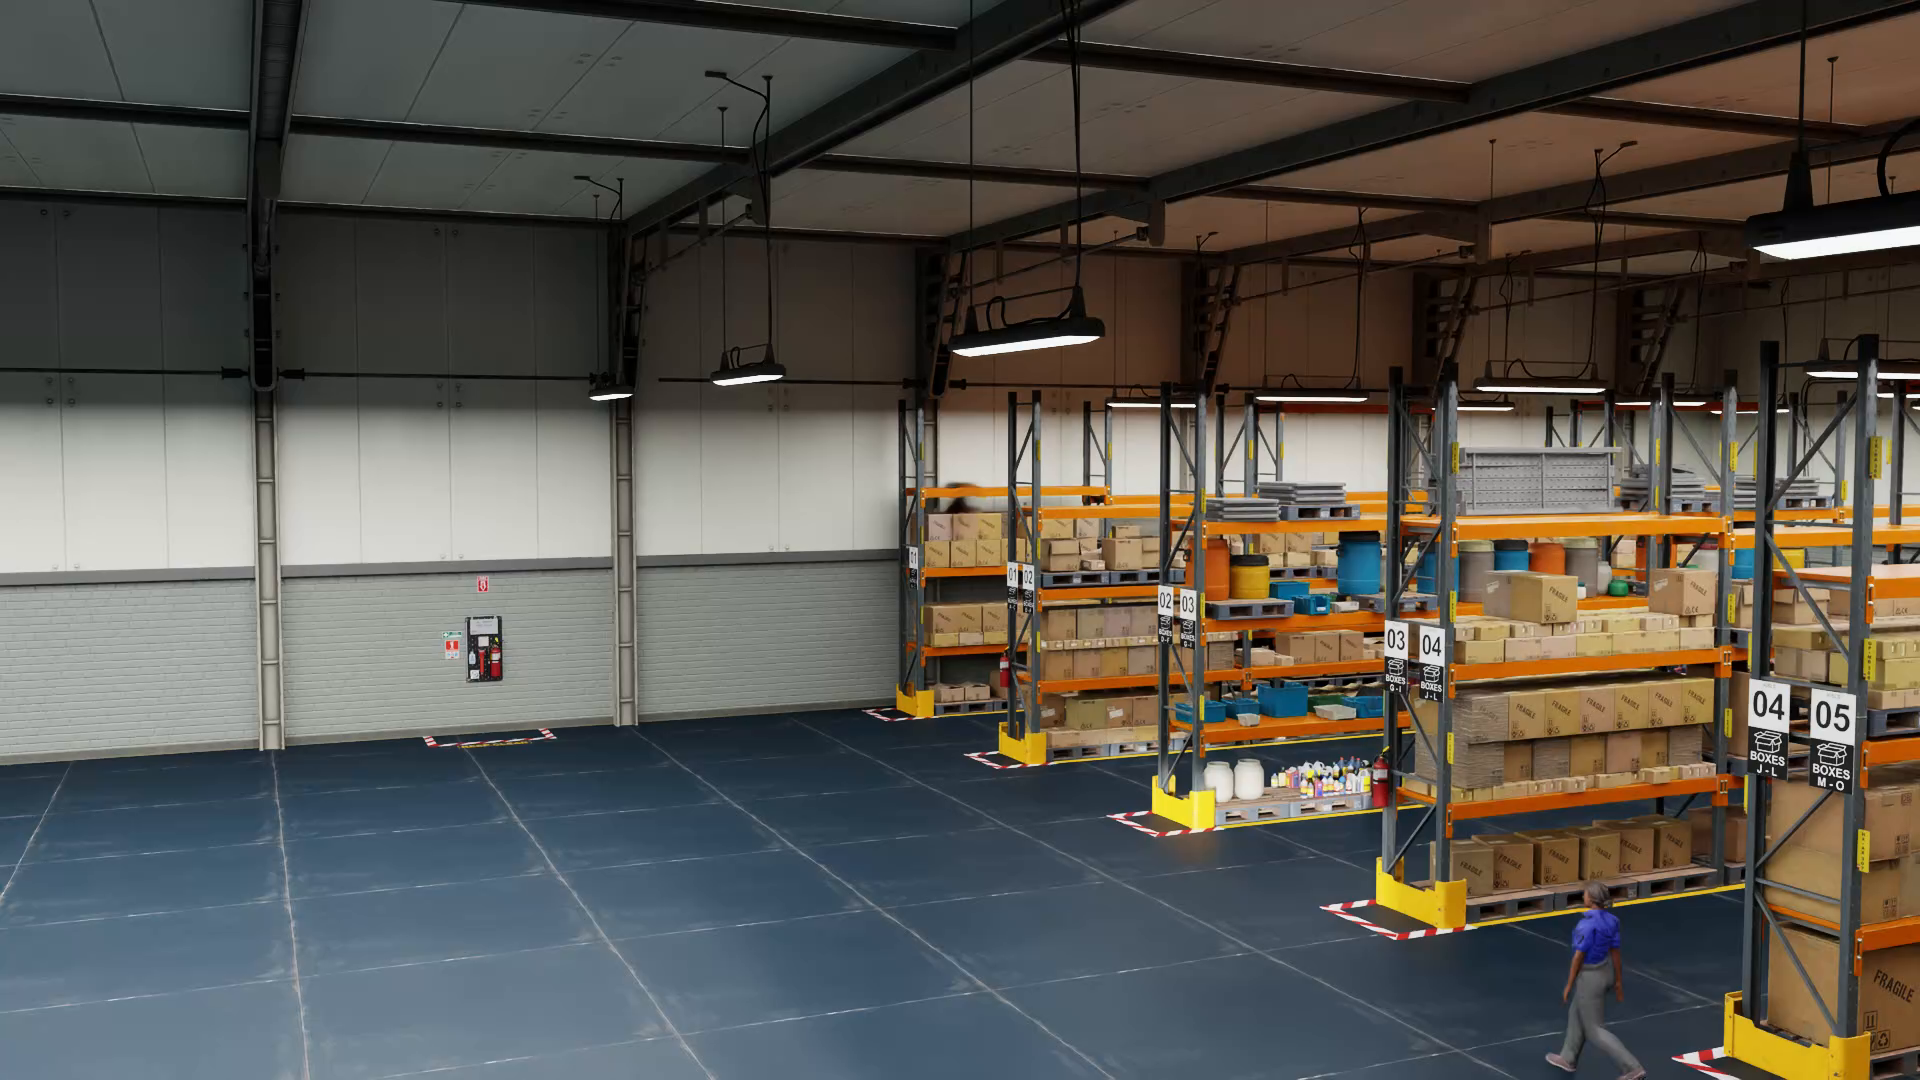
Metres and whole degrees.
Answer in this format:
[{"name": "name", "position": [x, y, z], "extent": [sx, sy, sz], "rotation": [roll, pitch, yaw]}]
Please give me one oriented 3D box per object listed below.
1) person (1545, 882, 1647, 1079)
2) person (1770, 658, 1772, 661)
[{"name": "person", "position": [5.106, 3.562, 13.403], "extent": [0.900, 1.622, 0.442], "rotation": [3, 5, 43]}, {"name": "person", "position": [14.262, 2.596, 29.574], "extent": [0.878, 1.808, 0.603], "rotation": [-1, 4, -19]}]
